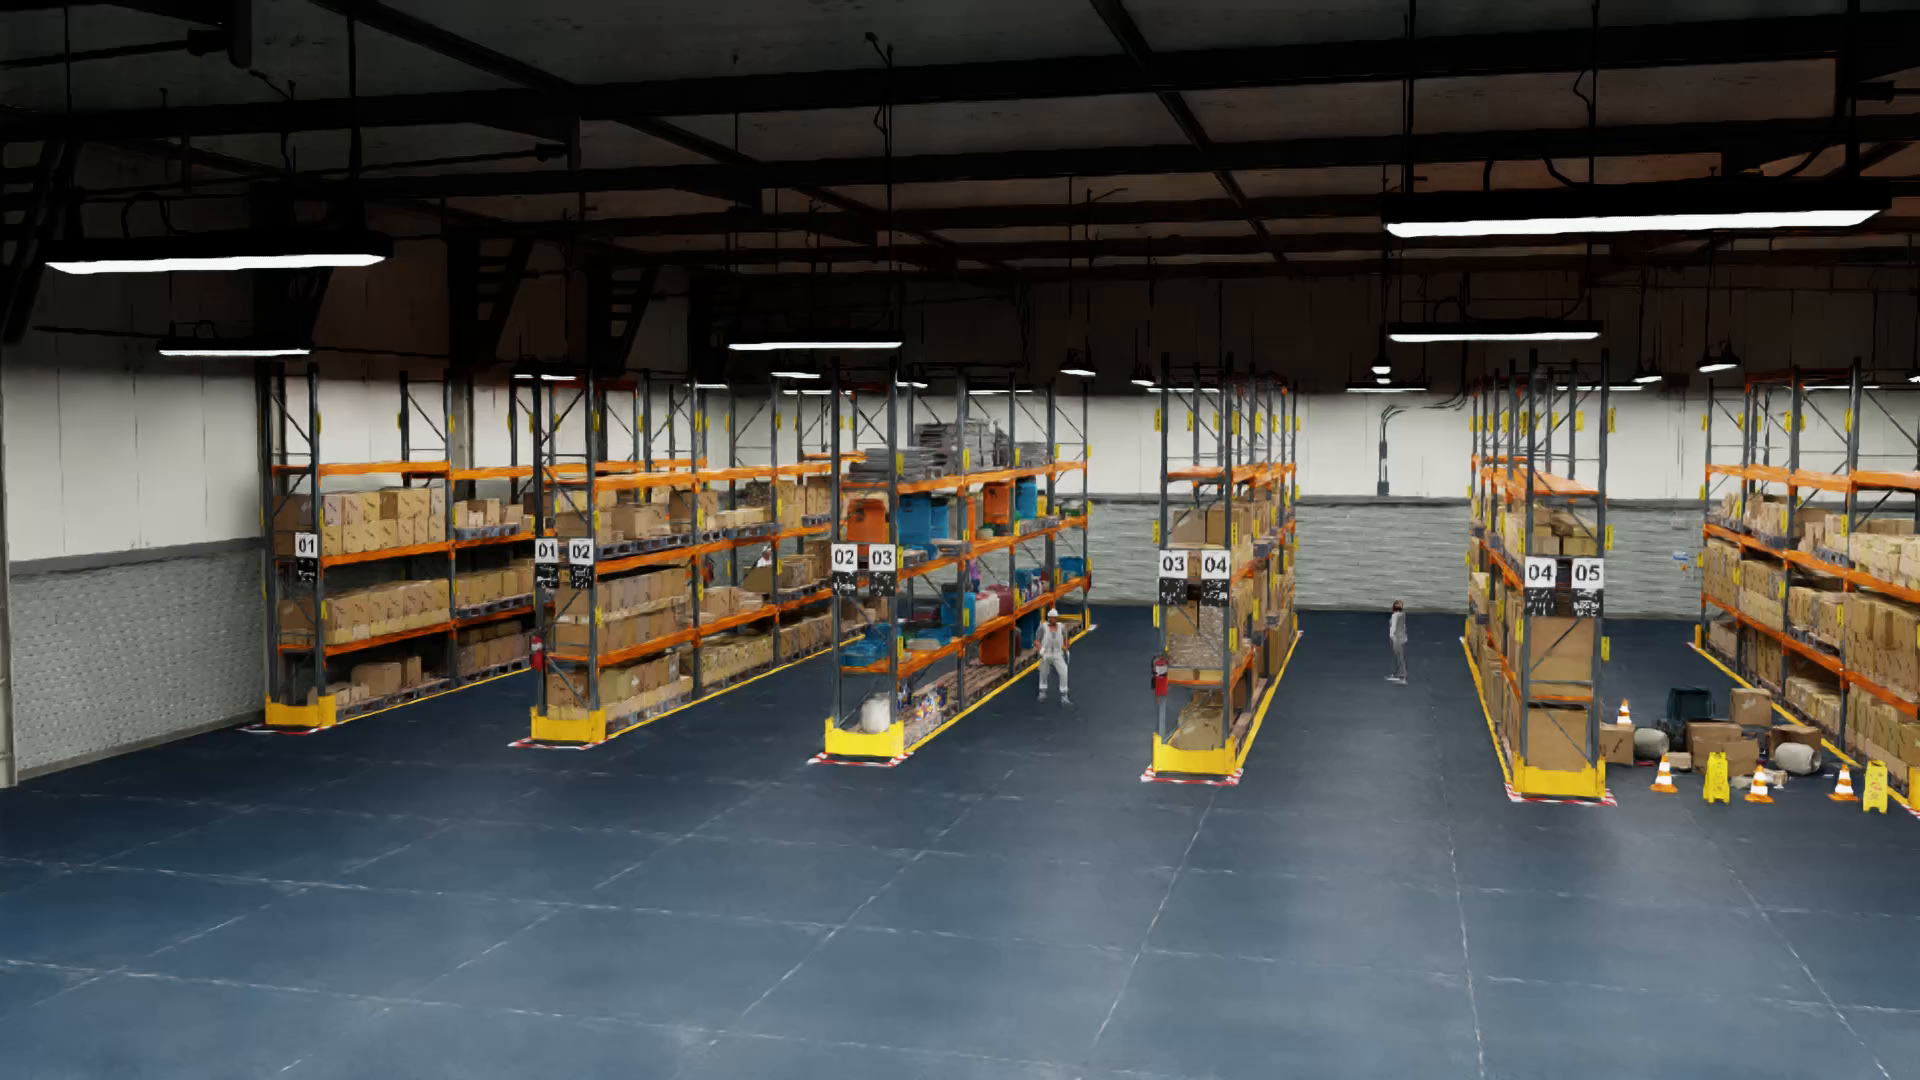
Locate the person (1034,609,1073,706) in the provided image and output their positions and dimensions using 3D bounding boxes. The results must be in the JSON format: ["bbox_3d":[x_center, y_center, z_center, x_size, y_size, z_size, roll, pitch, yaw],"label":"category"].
[{"bbox_3d":[1.643,2.058,29.508,0.676,1.719,0.842,0,4,-2],"label":"person"}]

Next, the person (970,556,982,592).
[{"bbox_3d":[0.466,1.040,45.063,0.474,1.590,0.475,-3,5,-35],"label":"person"}]

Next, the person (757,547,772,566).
[{"bbox_3d":[-5.011,1.050,43.502,0.718,1.758,0.532,-4,5,-42],"label":"person"}]

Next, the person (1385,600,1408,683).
[{"bbox_3d":[8.422,1.940,32.043,0.532,1.588,0.535,3,5,40],"label":"person"}]
